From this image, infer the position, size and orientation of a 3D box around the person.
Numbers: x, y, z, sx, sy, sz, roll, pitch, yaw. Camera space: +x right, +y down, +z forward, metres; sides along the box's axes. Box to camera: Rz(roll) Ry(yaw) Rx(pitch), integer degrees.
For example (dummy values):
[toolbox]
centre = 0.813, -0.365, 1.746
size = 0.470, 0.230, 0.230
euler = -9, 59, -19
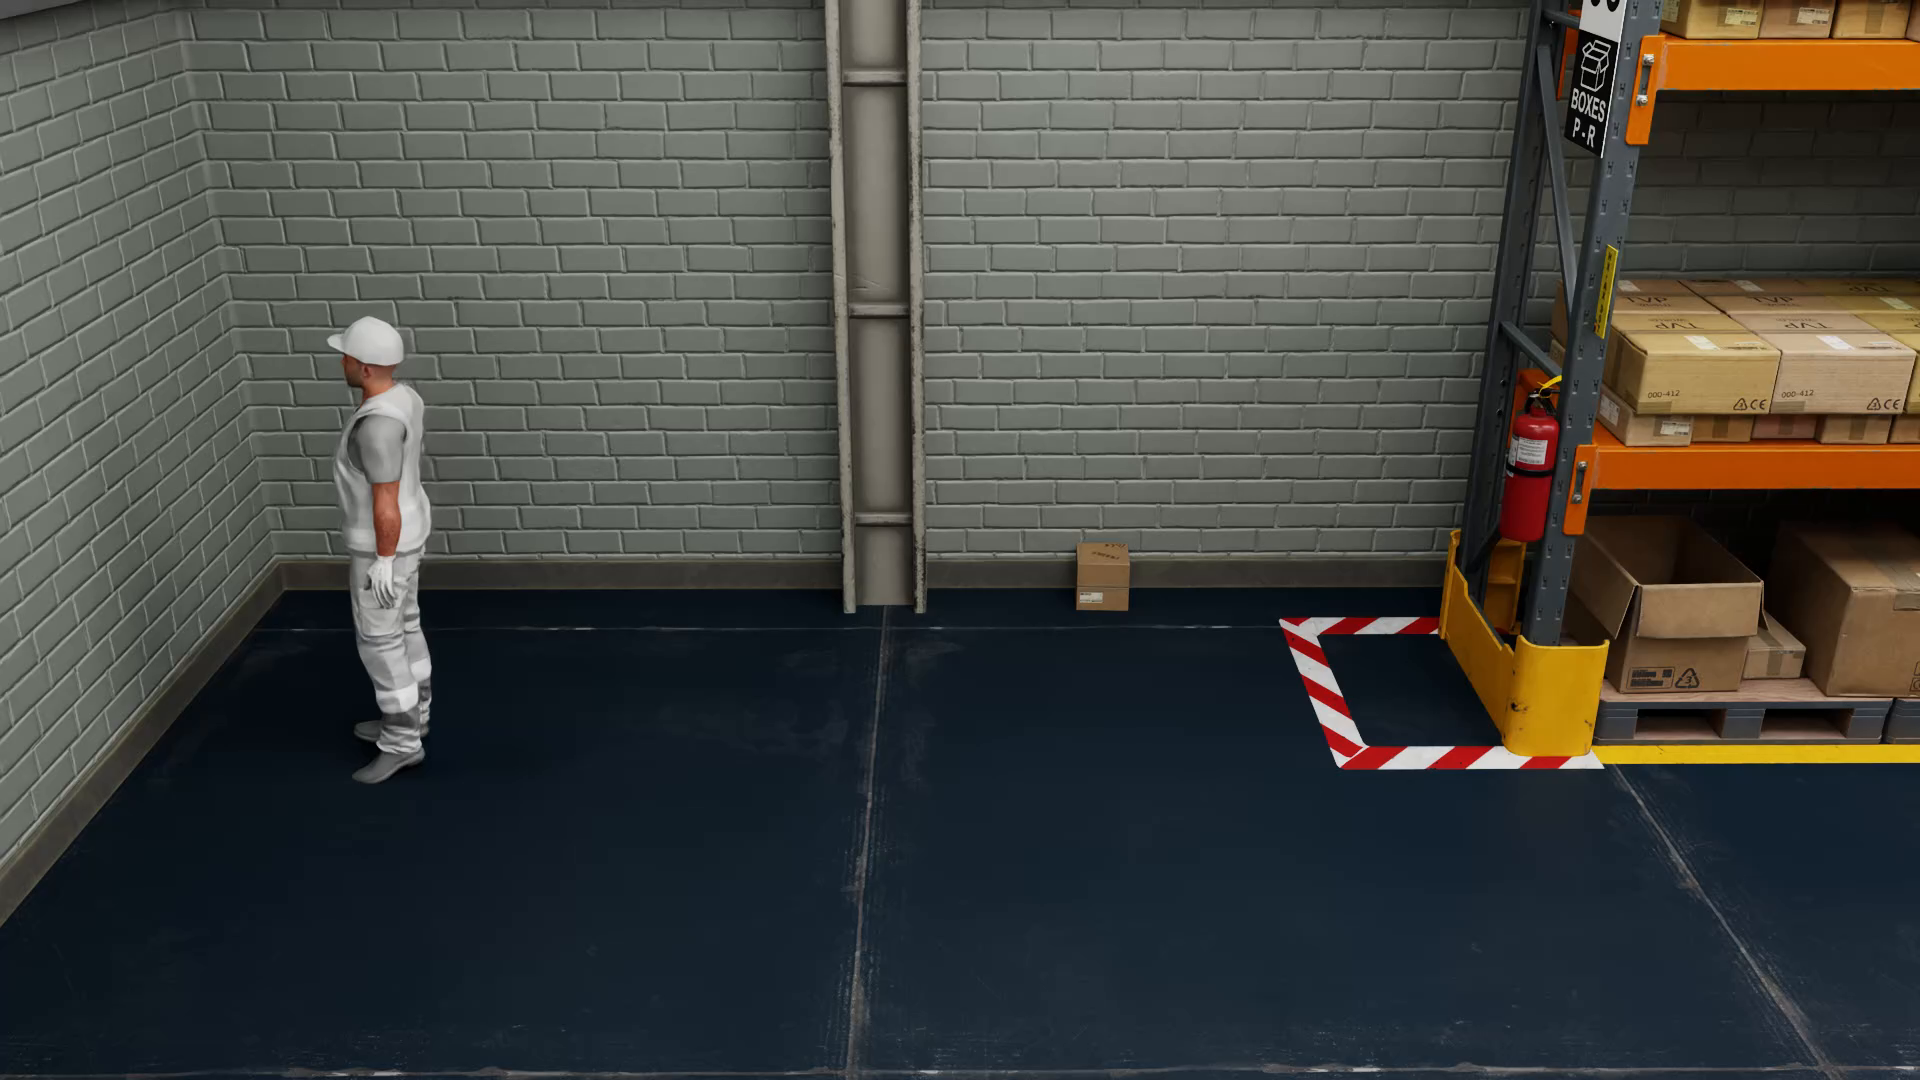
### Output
[person]
centre = -2.270, 0.060, 6.480
size = 0.446, 1.796, 0.591
euler = -3, 24, -6
